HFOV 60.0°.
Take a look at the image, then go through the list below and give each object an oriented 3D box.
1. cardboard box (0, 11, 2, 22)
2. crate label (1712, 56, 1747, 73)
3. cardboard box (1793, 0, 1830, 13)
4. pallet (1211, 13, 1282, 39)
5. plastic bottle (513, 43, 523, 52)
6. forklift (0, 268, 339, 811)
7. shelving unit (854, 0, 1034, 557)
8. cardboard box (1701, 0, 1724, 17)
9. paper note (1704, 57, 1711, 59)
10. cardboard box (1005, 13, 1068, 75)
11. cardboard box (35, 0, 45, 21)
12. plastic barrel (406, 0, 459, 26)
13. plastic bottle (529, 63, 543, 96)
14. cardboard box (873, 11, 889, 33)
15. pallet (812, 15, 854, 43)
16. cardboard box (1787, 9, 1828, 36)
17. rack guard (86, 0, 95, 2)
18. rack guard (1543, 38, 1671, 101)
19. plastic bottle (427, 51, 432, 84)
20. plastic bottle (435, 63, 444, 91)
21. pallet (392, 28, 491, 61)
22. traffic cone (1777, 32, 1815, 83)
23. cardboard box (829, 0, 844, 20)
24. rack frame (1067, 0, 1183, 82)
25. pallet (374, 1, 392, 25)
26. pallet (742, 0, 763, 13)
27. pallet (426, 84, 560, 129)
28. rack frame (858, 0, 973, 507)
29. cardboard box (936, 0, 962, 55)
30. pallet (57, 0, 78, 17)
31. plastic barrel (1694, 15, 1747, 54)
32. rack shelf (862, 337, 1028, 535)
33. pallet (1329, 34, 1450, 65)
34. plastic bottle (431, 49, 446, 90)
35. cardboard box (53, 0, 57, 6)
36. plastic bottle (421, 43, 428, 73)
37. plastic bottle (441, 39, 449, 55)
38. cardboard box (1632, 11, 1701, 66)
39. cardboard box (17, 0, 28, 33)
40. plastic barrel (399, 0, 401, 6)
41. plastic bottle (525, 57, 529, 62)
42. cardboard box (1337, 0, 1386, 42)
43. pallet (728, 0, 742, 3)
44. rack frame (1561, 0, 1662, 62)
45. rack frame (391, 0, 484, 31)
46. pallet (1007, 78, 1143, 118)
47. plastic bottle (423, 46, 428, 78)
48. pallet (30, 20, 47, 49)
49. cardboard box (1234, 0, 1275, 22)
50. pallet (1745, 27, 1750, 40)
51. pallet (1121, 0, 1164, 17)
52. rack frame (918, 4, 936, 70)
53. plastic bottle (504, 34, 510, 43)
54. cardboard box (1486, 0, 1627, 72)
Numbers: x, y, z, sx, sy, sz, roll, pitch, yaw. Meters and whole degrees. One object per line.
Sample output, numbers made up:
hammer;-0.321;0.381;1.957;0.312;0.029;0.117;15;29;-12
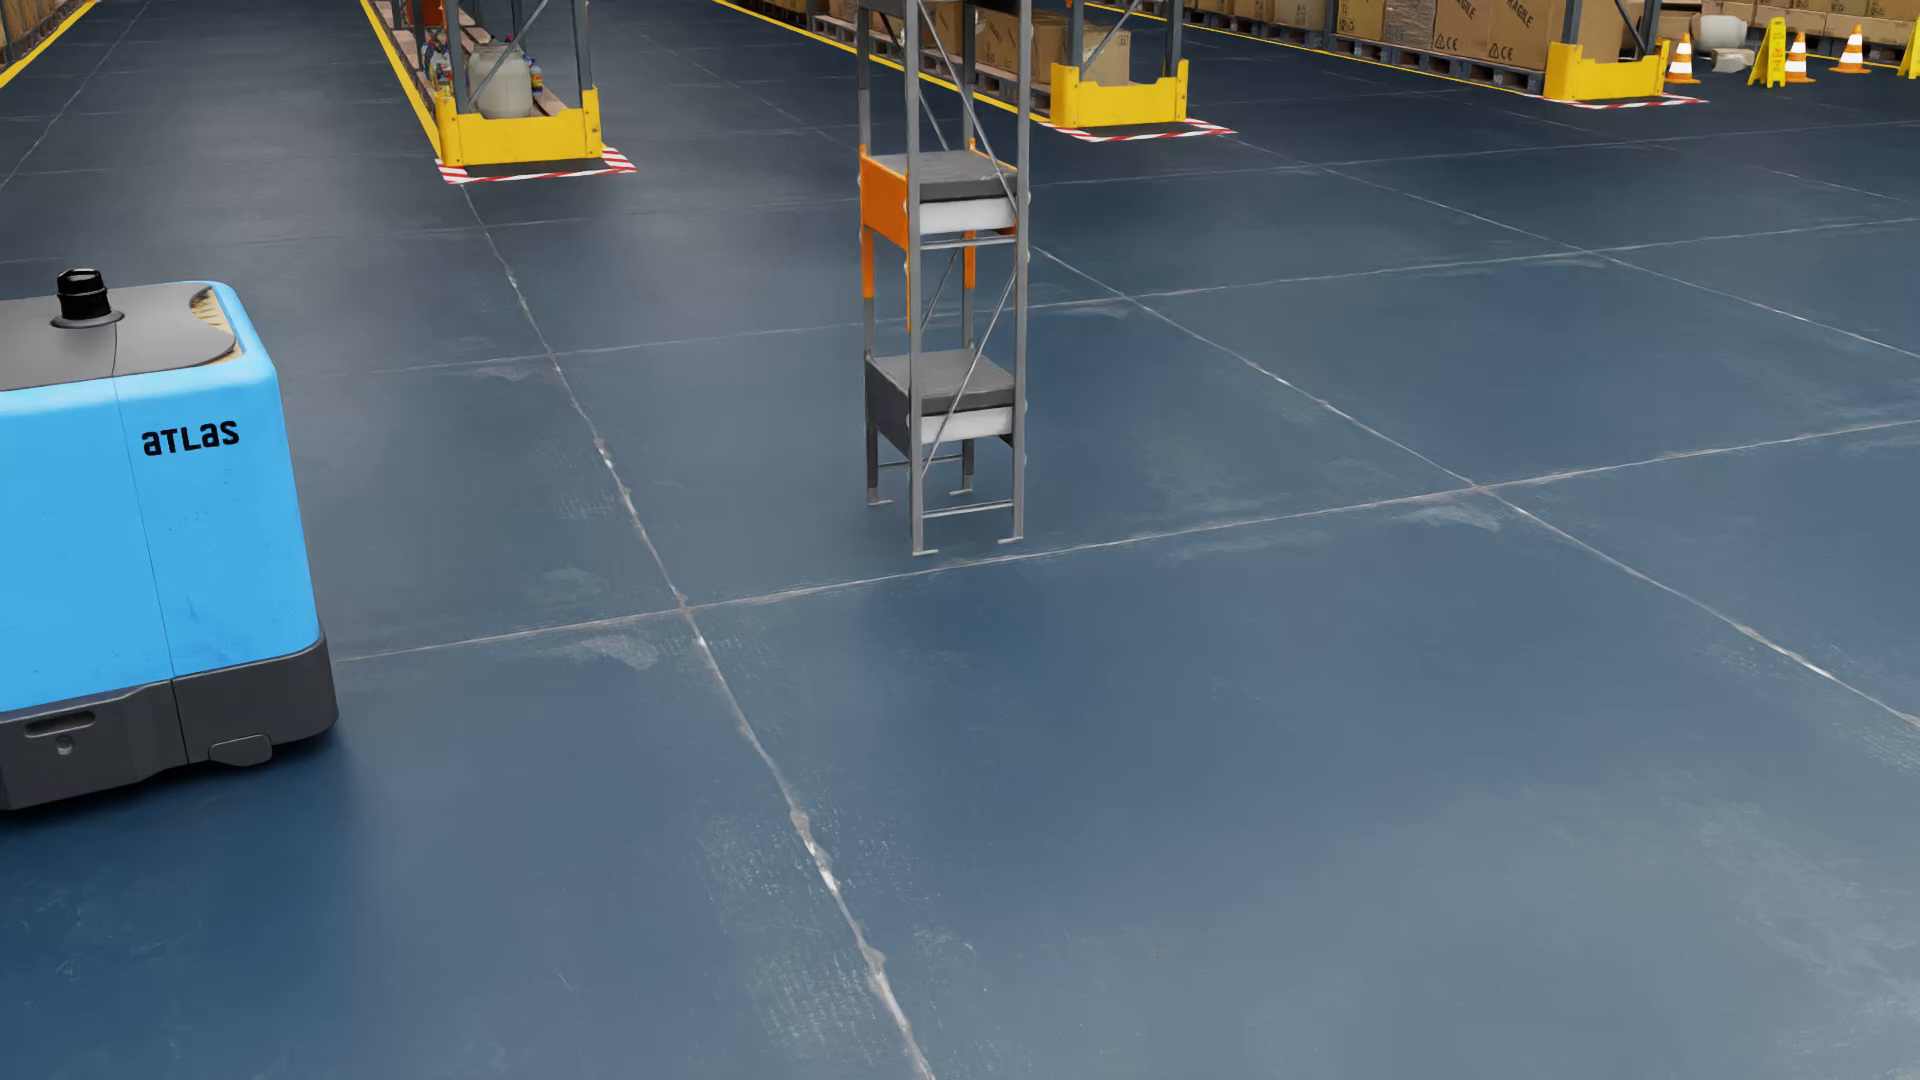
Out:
cardboard box;-10.296;-5.520;17.262;0.500;0.311;0.500;-8;24;-18
crate label;8.041;-4.964;17.351;0.298;0.136;0.250;18;29;36
cardboard box;9.768;-6.203;18.640;0.500;0.500;0.500;-9;24;-20
pallet;3.868;-6.469;20.827;1.003;0.211;1.213;-8;24;-19
plastic bottle;-3.984;-4.317;14.975;0.144;0.351;0.185;-8;24;-19
forklift;-3.203;-0.687;3.606;3.031;2.935;1.130;-12;26;-26
shelving unit;-0.058;-1.028;5.485;0.431;2.100;0.503;-8;24;-19
cardboard box;9.197;-6.431;20.145;0.500;0.250;0.500;-10;25;-21
paper note;8.298;-5.329;18.368;0.148;0.019;0.142;0;23;-1
cardboard box;0.732;-4.656;15.613;0.500;0.500;0.500;-6;24;-14
cardboard box;-11.339;-6.493;19.945;0.500;0.500;0.500;-8;24;-18
plastic barrel;-6.265;-6.539;19.656;0.600;0.830;0.708;-8;24;-19
plastic bottle;-3.599;-3.910;14.112;0.097;0.271;0.097;0;23;0
cardboard box;-0.576;-6.052;18.899;0.700;0.500;0.500;-11;25;-24
pallet;-1.168;-6.281;20.379;1.003;0.211;1.213;-8;24;-19
cardboard box;9.751;-5.864;18.801;0.500;0.250;0.500;-9;25;-21
rack guard;-13.511;-8.219;24.607;1.175;0.500;0.348;-8;24;-19
rack guard;6.068;-4.426;15.607;1.175;0.500;0.348;-8;24;-19
plastic bottle;-4.681;-4.183;14.744;0.061;0.283;0.133;-7;24;-17
plastic bottle;-4.368;-3.861;13.980;0.061;0.283;0.133;-8;24;-18
pallet;-5.839;-5.598;18.761;1.003;0.211;1.213;-8;24;-19
traffic cone;8.377;-4.837;16.630;0.336;0.463;0.334;-8;24;-19
cardboard box;-1.188;-6.660;20.341;0.700;0.500;0.500;-10;25;-22
rack frame;1.383;-4.943;13.615;1.000;3.000;0.127;-8;24;-19
pallet;-7.256;-7.052;22.211;1.003;0.211;1.213;-8;24;-19
pallet;-2.513;-7.748;23.861;1.003;0.211;1.213;-8;24;-19
pallet;-4.030;-3.738;14.347;1.003;0.211;1.213;-8;24;-19
rack frame;-0.145;-1.116;5.695;0.400;2.100;0.015;-8;24;-19
cardboard box;0.074;-5.287;17.110;0.500;0.500;0.500;-9;25;-21
pallet;-12.801;-7.354;22.926;1.003;0.211;1.213;-8;24;-19
plastic barrel;8.508;-5.658;18.629;0.512;0.421;0.421;8;24;18
rack shelf;-0.058;-0.370;5.762;0.431;0.518;0.480;-8;24;-19
pallet;4.841;-5.468;18.452;1.003;0.211;1.213;-8;24;-19
plastic bottle;-4.484;-4.058;14.360;0.144;0.351;0.185;-7;24;-17
cardboard box;-12.071;-7.091;21.608;0.500;0.311;0.500;-8;24;-19
plastic bottle;-4.961;-4.486;15.478;0.097;0.271;0.097;0;23;0
plastic bottle;-4.632;-4.368;15.096;0.144;0.351;0.185;-8;24;-19
cardboard box;7.665;-5.443;18.016;0.637;0.503;0.797;12;26;27
cardboard box;-10.796;-5.937;18.625;0.500;0.500;0.500;-9;25;-21
plastic barrel;-6.947;-6.996;21.149;0.421;0.512;0.421;0;23;0
plastic bottle;-3.756;-4.071;14.493;0.097;0.271;0.097;0;23;0
cardboard box;4.803;-6.016;18.357;0.875;0.875;0.875;-8;24;-18
pallet;-3.051;-8.305;25.183;1.003;0.211;1.213;-8;24;-19
rack frame;6.059;-5.587;15.143;1.000;3.000;0.127;-8;24;-19
rack frame;-6.077;-7.170;18.899;1.000;3.000;0.127;-8;24;-19
pallet;1.102;-3.985;14.934;1.003;0.211;1.213;-8;24;-19
plastic bottle;-4.821;-4.375;15.208;0.152;0.276;0.135;-7;24;-17
pallet;-11.367;-5.926;19.538;1.003;0.211;1.213;-8;24;-19
cardboard box;4.005;-6.761;20.285;1.050;0.750;0.750;-8;24;-19
pallet;9.511;-6.232;20.264;1.003;0.211;1.213;-8;24;-19
pallet;2.958;-7.493;23.255;1.003;0.211;1.213;-8;24;-19
rack frame;-0.030;-6.396;17.064;1.000;3.000;0.127;-8;24;-19
plastic bottle;-4.166;-4.504;15.419;0.144;0.351;0.185;-9;24;-20
cardboard box;5.758;-5.038;16.037;0.875;0.875;0.875;-8;24;-19
